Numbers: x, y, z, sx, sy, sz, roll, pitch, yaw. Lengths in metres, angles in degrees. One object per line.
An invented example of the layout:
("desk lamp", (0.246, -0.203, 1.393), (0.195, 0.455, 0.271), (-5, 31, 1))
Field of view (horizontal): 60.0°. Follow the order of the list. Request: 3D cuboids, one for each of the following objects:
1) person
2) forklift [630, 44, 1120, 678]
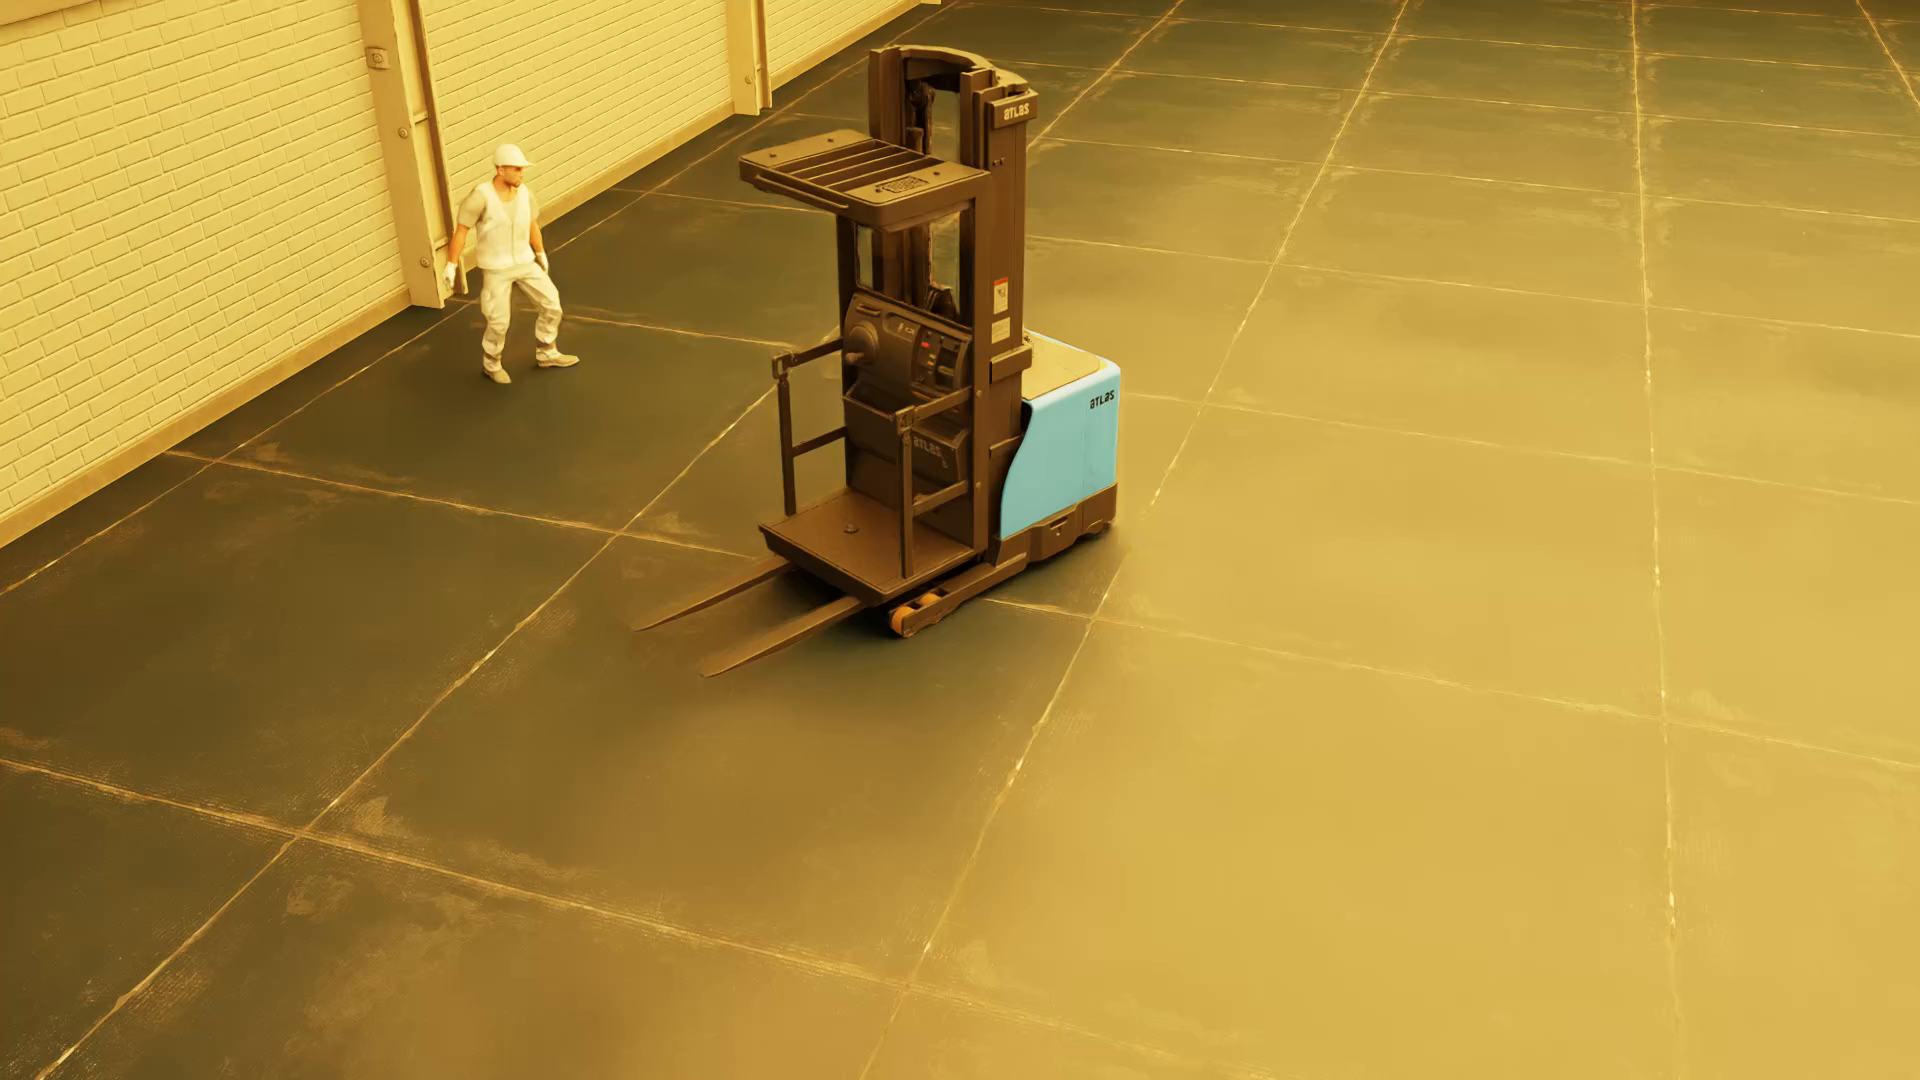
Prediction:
("person", (-3.227, -1.938, 11.789), (0.889, 1.751, 0.473), (-23, 37, -34))
("forklift", (-0.446, -1.028, 8.940), (3.031, 2.935, 1.130), (-26, 39, -38))
